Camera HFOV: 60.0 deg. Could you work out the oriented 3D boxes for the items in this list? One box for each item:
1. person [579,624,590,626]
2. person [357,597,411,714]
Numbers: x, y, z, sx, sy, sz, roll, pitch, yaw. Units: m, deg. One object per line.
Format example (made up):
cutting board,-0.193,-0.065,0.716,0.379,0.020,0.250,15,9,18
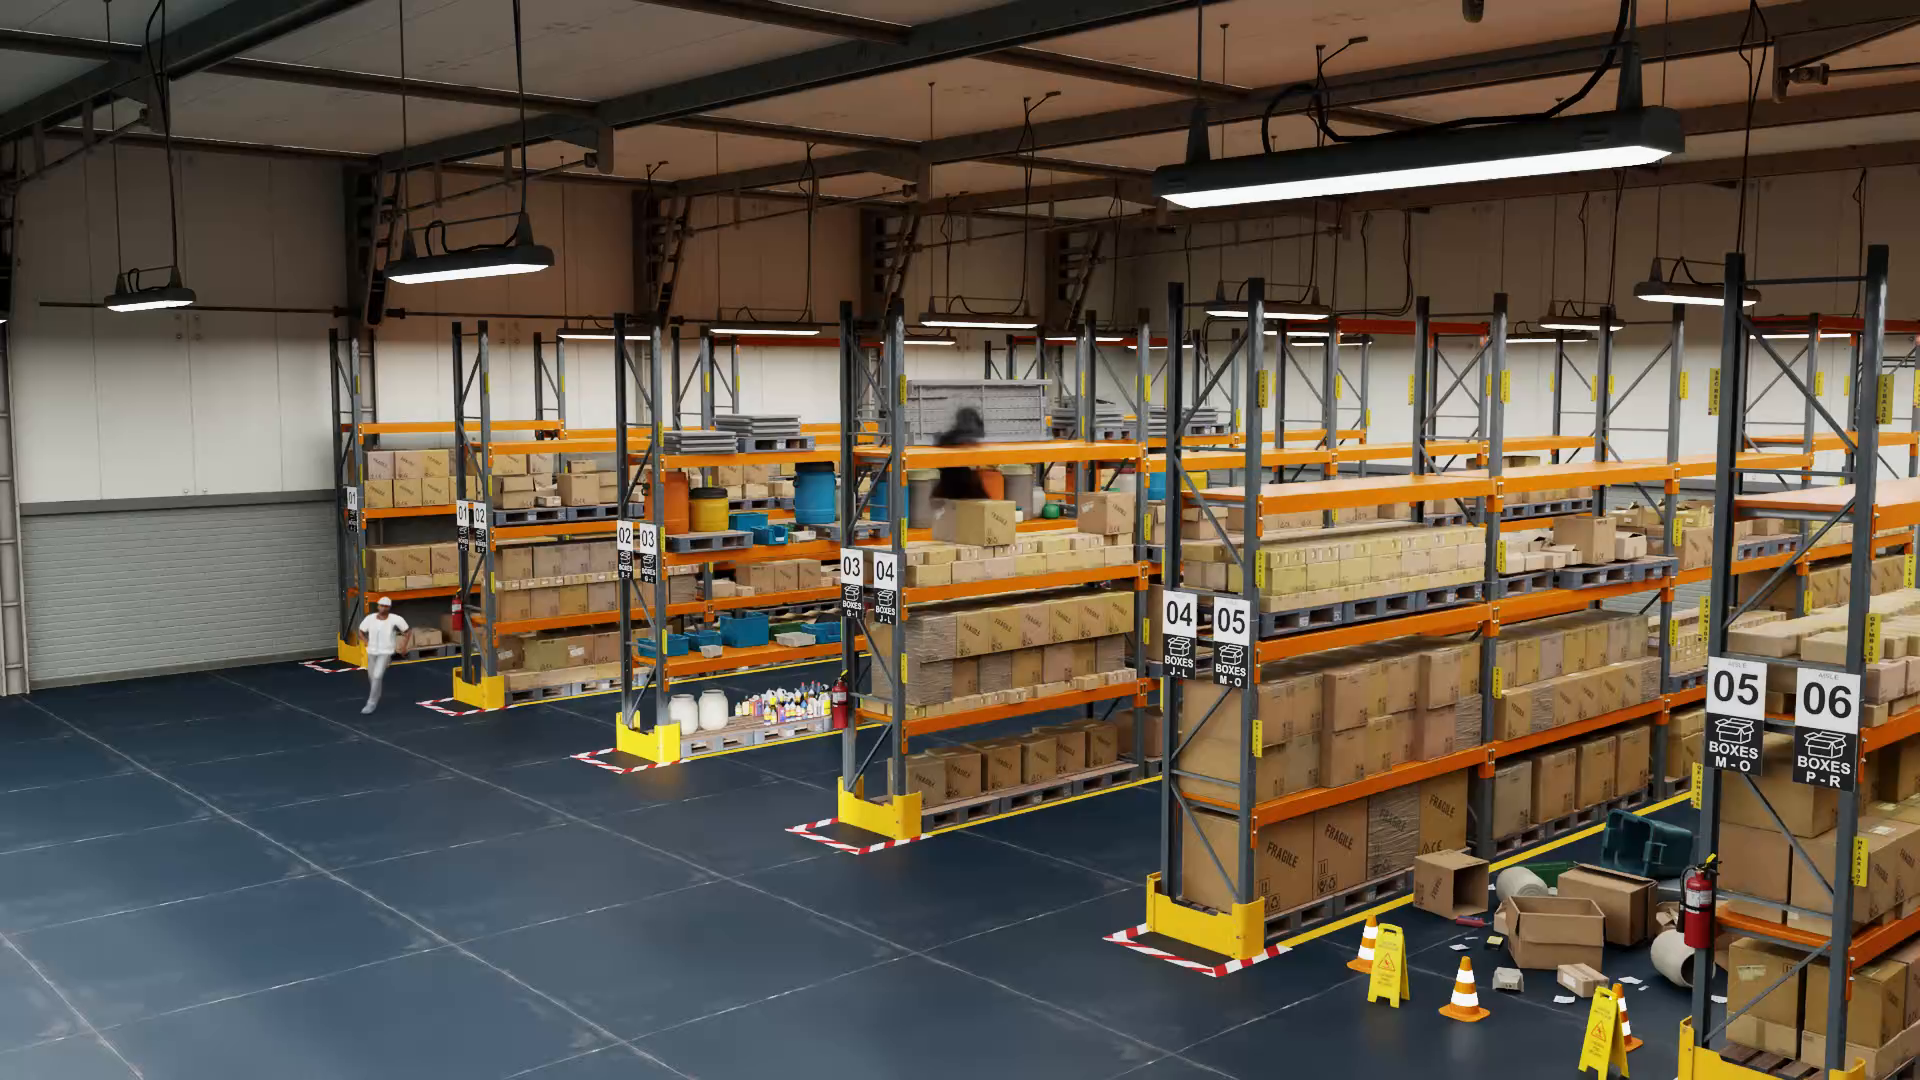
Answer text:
person,-6.670,1.396,29.372,0.570,1.719,0.850,5,8,43
person,-8.905,1.742,25.609,0.768,1.739,0.930,0,6,1
